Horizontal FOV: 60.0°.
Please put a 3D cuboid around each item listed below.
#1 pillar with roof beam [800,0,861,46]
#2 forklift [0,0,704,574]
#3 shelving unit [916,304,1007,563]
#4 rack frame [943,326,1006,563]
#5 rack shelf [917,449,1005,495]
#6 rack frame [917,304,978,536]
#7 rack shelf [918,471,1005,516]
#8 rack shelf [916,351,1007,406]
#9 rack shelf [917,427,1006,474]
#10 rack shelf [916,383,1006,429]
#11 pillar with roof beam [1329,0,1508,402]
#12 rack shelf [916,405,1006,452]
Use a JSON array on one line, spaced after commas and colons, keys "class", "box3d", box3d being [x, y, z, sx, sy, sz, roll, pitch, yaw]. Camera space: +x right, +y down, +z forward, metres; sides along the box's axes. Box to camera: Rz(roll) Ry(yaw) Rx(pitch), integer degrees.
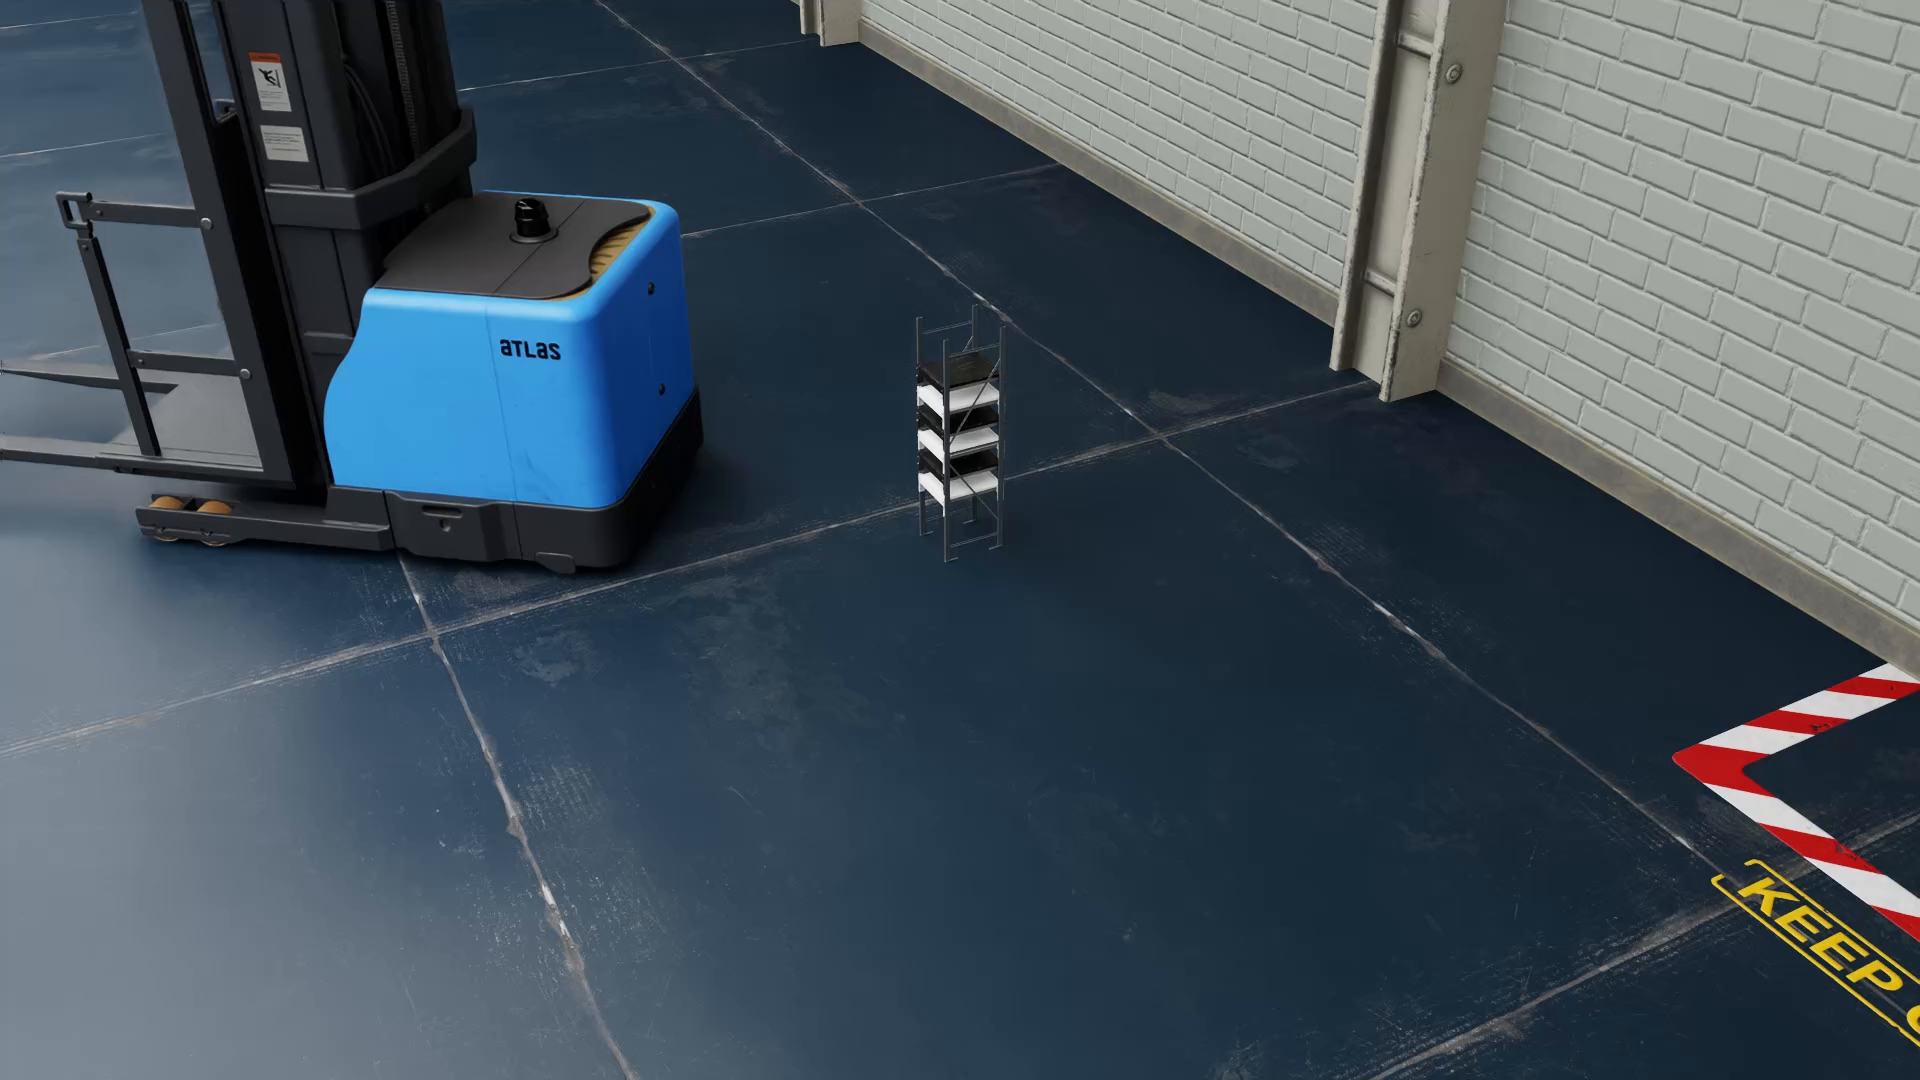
[{"class": "pillar with roof beam", "box3d": [-4.722, -6.295, 7.734, 9.100, 9.000, 0.400, -16, 36, -23]}, {"class": "forklift", "box3d": [-2.606, -1.484, 5.849, 3.031, 2.935, 1.130, 5, 33, 8]}, {"class": "shelving unit", "box3d": [0.004, -0.375, 6.001, 0.258, 0.900, 0.210, -16, 36, -23]}, {"class": "rack frame", "box3d": [0.051, -0.327, 5.925, 0.240, 0.900, 0.006, -16, 36, -23]}, {"class": "rack shelf", "box3d": [0.004, -0.271, 6.068, 0.258, 0.077, 0.200, -16, 36, -23]}, {"class": "rack frame", "box3d": [-0.044, -0.424, 6.077, 0.240, 0.900, 0.006, -16, 36, -23]}, {"class": "rack shelf", "box3d": [0.004, -0.195, 6.116, 0.258, 0.077, 0.200, -16, 36, -23]}, {"class": "rack shelf", "box3d": [0.004, -0.574, 5.874, 0.258, 0.077, 0.200, -16, 36, -23]}, {"class": "rack shelf", "box3d": [0.004, -0.347, 6.019, 0.258, 0.077, 0.200, -16, 36, -23]}, {"class": "rack shelf", "box3d": [0.004, -0.499, 5.922, 0.258, 0.077, 0.200, -16, 36, -23]}, {"class": "pillar with roof beam", "box3d": [-1.925, -3.432, 3.265, 9.100, 9.000, 0.400, -16, 36, -23]}, {"class": "rack shelf", "box3d": [0.004, -0.423, 5.971, 0.258, 0.077, 0.200, -16, 36, -23]}]
